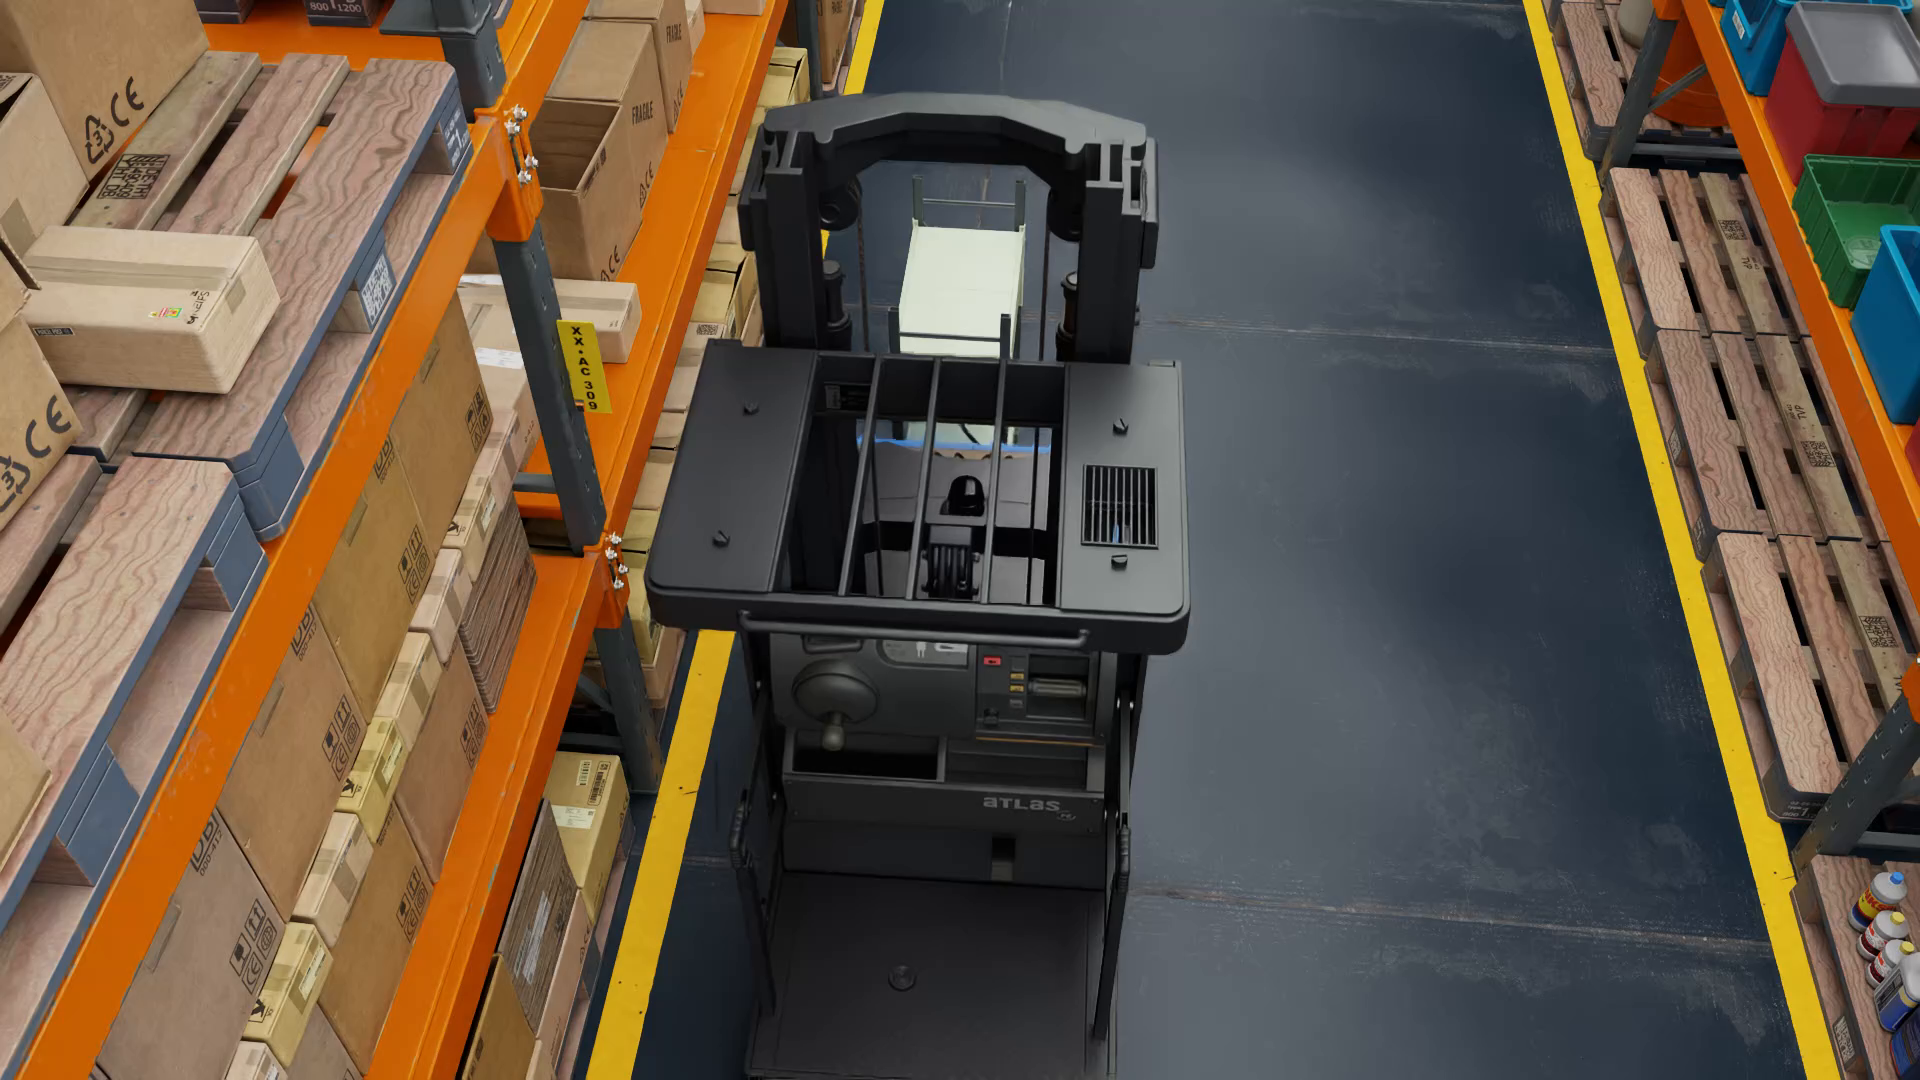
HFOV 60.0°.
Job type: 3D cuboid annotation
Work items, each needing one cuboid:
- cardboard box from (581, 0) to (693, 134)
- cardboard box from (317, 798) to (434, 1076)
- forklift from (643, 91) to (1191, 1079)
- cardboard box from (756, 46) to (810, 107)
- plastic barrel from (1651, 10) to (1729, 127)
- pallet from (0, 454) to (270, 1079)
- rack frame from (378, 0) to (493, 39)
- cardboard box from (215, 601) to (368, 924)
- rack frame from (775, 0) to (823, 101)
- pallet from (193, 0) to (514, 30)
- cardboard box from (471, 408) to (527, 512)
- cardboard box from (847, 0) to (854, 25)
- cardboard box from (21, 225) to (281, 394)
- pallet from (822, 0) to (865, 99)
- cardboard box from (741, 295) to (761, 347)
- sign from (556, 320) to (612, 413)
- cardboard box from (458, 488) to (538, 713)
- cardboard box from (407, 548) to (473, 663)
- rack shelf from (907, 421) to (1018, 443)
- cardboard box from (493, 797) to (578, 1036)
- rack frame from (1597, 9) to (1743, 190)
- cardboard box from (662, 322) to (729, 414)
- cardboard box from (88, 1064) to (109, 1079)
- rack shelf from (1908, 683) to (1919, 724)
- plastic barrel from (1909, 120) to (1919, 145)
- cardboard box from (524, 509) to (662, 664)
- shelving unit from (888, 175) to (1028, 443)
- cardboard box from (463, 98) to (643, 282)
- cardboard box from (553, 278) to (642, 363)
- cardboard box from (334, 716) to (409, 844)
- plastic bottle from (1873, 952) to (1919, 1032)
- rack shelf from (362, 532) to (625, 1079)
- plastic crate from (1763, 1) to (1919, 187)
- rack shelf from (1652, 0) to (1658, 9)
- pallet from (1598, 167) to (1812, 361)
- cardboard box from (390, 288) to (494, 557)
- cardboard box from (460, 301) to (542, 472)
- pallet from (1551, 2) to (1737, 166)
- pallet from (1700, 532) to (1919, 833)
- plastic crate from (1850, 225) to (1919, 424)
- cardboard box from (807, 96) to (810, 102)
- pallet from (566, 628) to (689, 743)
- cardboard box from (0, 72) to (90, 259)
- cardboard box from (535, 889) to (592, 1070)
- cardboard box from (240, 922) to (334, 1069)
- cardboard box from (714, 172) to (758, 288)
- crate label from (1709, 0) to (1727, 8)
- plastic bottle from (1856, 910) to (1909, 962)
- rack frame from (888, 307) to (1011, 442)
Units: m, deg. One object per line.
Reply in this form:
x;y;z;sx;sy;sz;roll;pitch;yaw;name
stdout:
-1.341;-1.922;6.408;0.500;0.500;0.500;2;48;1;cardboard box
-1.694;0.866;3.858;0.700;0.500;0.500;5;48;4;cardboard box
-0.059;0.485;4.320;1.130;2.935;3.031;3;48;3;forklift
-1.006;-2.124;7.859;0.500;0.311;0.500;5;48;5;cardboard box
3.756;-2.557;8.242;0.600;0.830;0.708;4;48;4;plastic barrel
-1.734;0.357;2.418;1.003;0.211;1.213;4;48;4;pallet
-1.568;-2.208;2.671;1.000;3.000;0.127;4;48;4;rack frame
-1.694;0.411;3.395;0.700;0.500;0.500;4;48;4;cardboard box
-1.204;-3.123;7.573;1.000;3.000;0.127;4;48;4;rack frame
-1.501;-1.780;4.442;0.805;0.209;1.217;2;48;2;pallet
-1.380;-0.222;4.413;0.380;0.149;0.250;4;48;3;cardboard box
-0.836;-3.128;8.974;0.500;0.500;0.500;2;48;2;cardboard box
-1.406;-0.395;2.837;0.380;0.149;0.250;4;48;4;cardboard box
-1.098;-2.728;9.102;1.003;0.211;1.213;4;48;4;pallet
-1.145;-0.807;7.034;0.500;0.250;0.500;5;48;4;cardboard box
-1.016;-0.466;4.503;0.100;0.325;0.005;4;48;4;sign
-1.603;0.109;4.550;0.700;0.500;0.500;3;48;3;cardboard box
-1.426;0.152;4.071;0.380;0.149;0.250;3;48;2;cardboard box
-0.001;-0.281;6.433;0.431;0.370;0.720;4;48;4;rack shelf
-1.450;1.072;4.808;0.500;0.500;0.500;4;48;4;cardboard box
3.729;-2.787;7.266;1.000;3.000;0.127;4;48;4;rack frame
-1.186;-0.621;6.484;0.500;0.311;0.500;2;48;2;cardboard box
-1.785;1.146;2.722;0.700;0.500;0.500;4;48;4;cardboard box
3.182;1.865;3.499;1.077;0.370;4.000;4;48;4;rack shelf
3.809;-1.745;6.237;0.421;0.512;0.421;0;48;0;plastic barrel
-1.283;0.127;5.800;0.500;0.311;0.500;4;48;4;cardboard box
-0.001;-0.501;6.192;0.431;1.500;0.755;4;48;4;shelving unit
-1.434;-1.168;5.717;0.500;0.500;0.500;7;48;6;cardboard box
-1.284;-0.736;5.561;0.380;0.149;0.250;4;48;4;cardboard box
-1.474;0.526;3.729;0.380;0.149;0.250;4;48;3;cardboard box
2.896;1.367;5.014;0.152;0.276;0.135;5;48;5;plastic bottle
-1.751;1.529;3.806;1.077;0.370;4.000;4;48;4;rack shelf
3.277;-1.642;6.175;0.402;0.464;0.583;4;48;4;plastic crate
3.911;-4.014;8.876;1.077;0.370;4.000;4;48;4;rack shelf
3.619;-1.279;7.777;1.003;0.211;1.213;4;48;4;pallet
-1.603;-0.329;4.071;0.700;0.500;0.500;4;48;4;cardboard box
-1.567;-0.498;5.274;0.500;0.250;0.500;7;48;6;cardboard box
3.759;-2.428;8.828;1.003;0.211;1.213;4;48;4;pallet
3.397;0.514;6.137;1.003;0.211;1.213;4;48;4;pallet
3.155;-0.674;5.344;0.392;0.384;0.575;4;48;4;plastic crate
-1.009;-1.934;8.064;0.500;0.250;0.500;5;48;4;cardboard box
-1.540;0.214;6.412;1.003;0.211;1.213;4;48;4;pallet
-1.926;-0.606;2.919;0.500;0.311;0.500;2;48;1;cardboard box
-1.448;1.325;5.084;0.500;0.250;0.500;4;48;4;cardboard box
-1.518;0.906;3.381;0.380;0.149;0.250;5;48;5;cardboard box
-1.096;-1.371;7.170;0.500;0.311;0.500;4;48;3;cardboard box
3.317;-2.446;7.068;0.303;0.233;0.416;4;48;4;crate label
2.889;1.228;5.193;0.097;0.201;0.097;0;48;0;plastic bottle
-0.034;-0.232;5.946;0.400;1.500;0.023;4;48;4;rack frame
